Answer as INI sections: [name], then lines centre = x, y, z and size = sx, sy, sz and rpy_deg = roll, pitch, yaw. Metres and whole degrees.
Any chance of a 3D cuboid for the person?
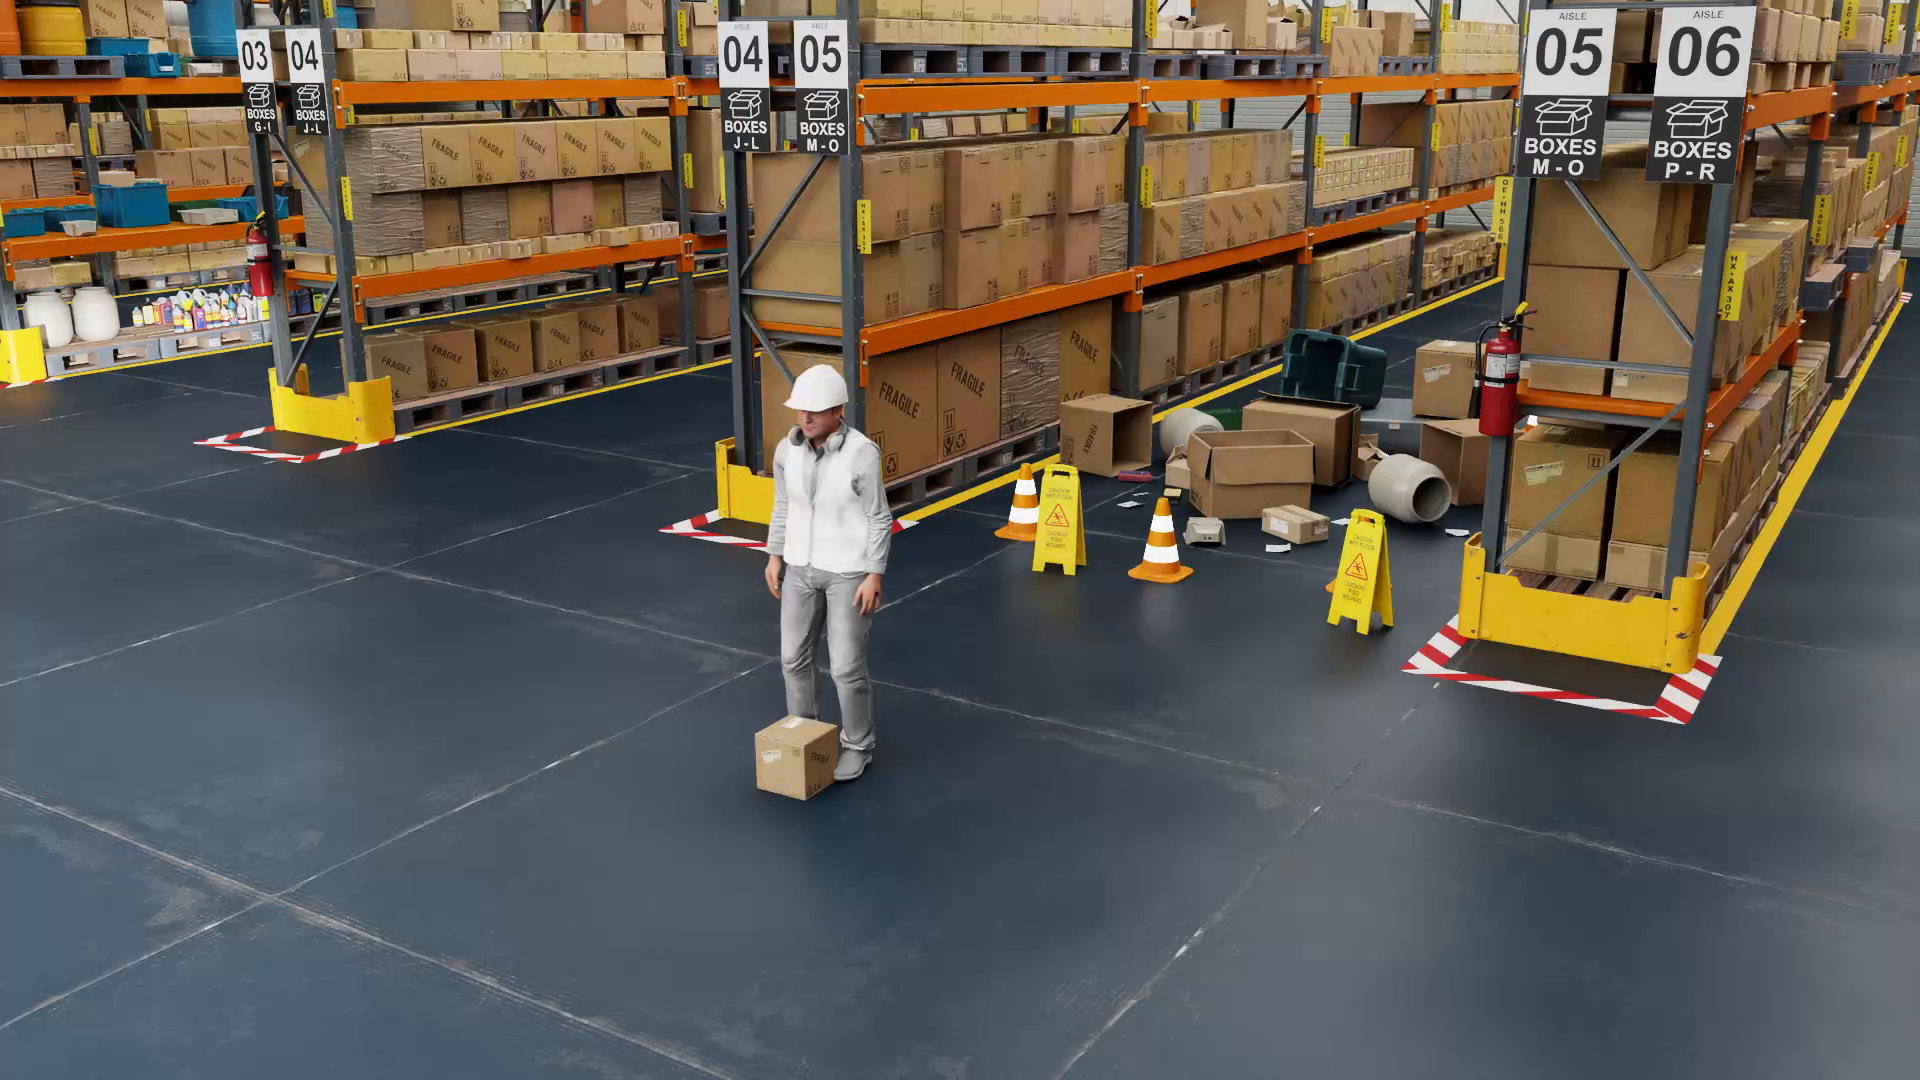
[person]
centre = -0.563, 0.124, 7.054
size = 0.581, 1.771, 0.461
rpy_deg = 9, 18, 28
